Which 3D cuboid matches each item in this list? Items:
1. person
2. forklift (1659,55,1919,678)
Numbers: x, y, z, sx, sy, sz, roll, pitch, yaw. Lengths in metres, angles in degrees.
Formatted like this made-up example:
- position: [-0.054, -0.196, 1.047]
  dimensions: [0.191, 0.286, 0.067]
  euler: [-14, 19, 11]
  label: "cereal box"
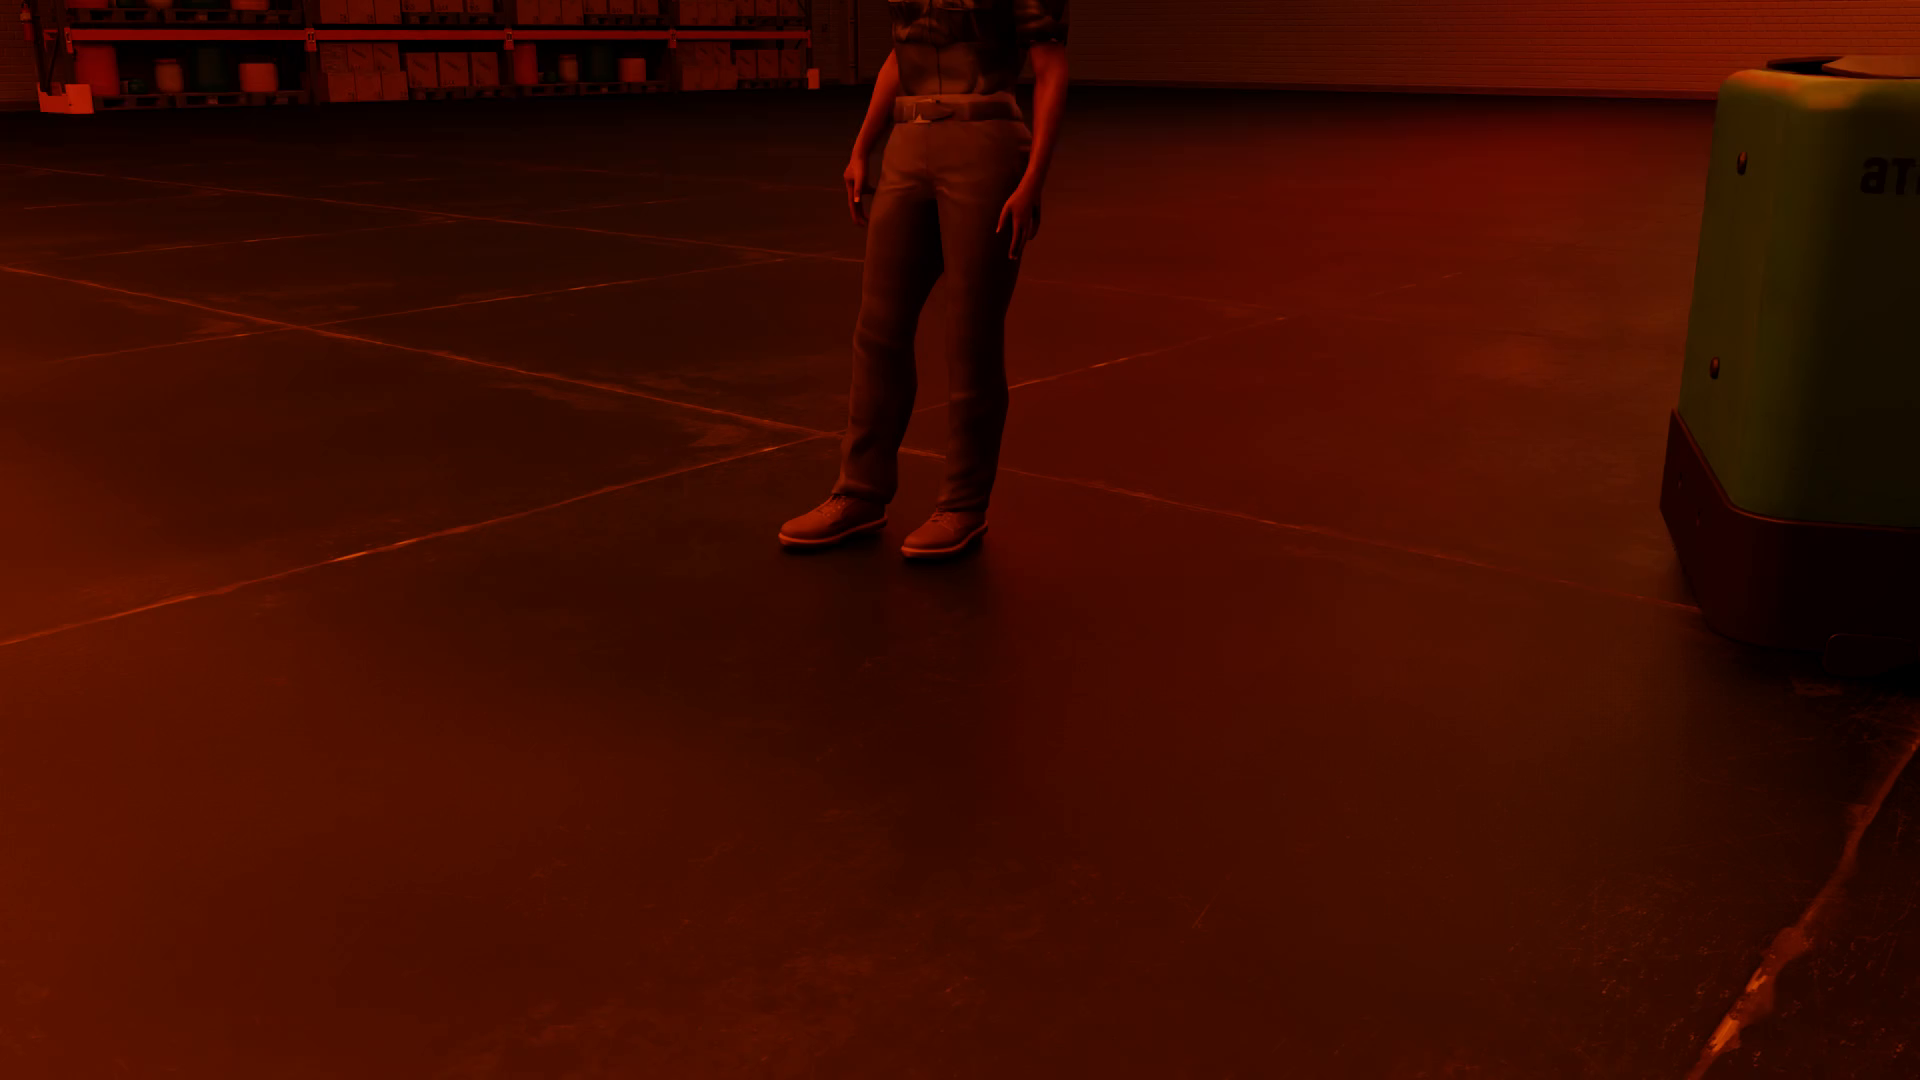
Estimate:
- position: [-0.071, -0.783, 3.647]
  dimensions: [0.569, 1.655, 0.504]
  euler: [13, 21, 37]
  label: "person"
- position: [2.995, -1.168, 2.743]
  dimensions: [3.031, 2.935, 1.130]
  euler: [5, 18, 15]
  label: "forklift"
